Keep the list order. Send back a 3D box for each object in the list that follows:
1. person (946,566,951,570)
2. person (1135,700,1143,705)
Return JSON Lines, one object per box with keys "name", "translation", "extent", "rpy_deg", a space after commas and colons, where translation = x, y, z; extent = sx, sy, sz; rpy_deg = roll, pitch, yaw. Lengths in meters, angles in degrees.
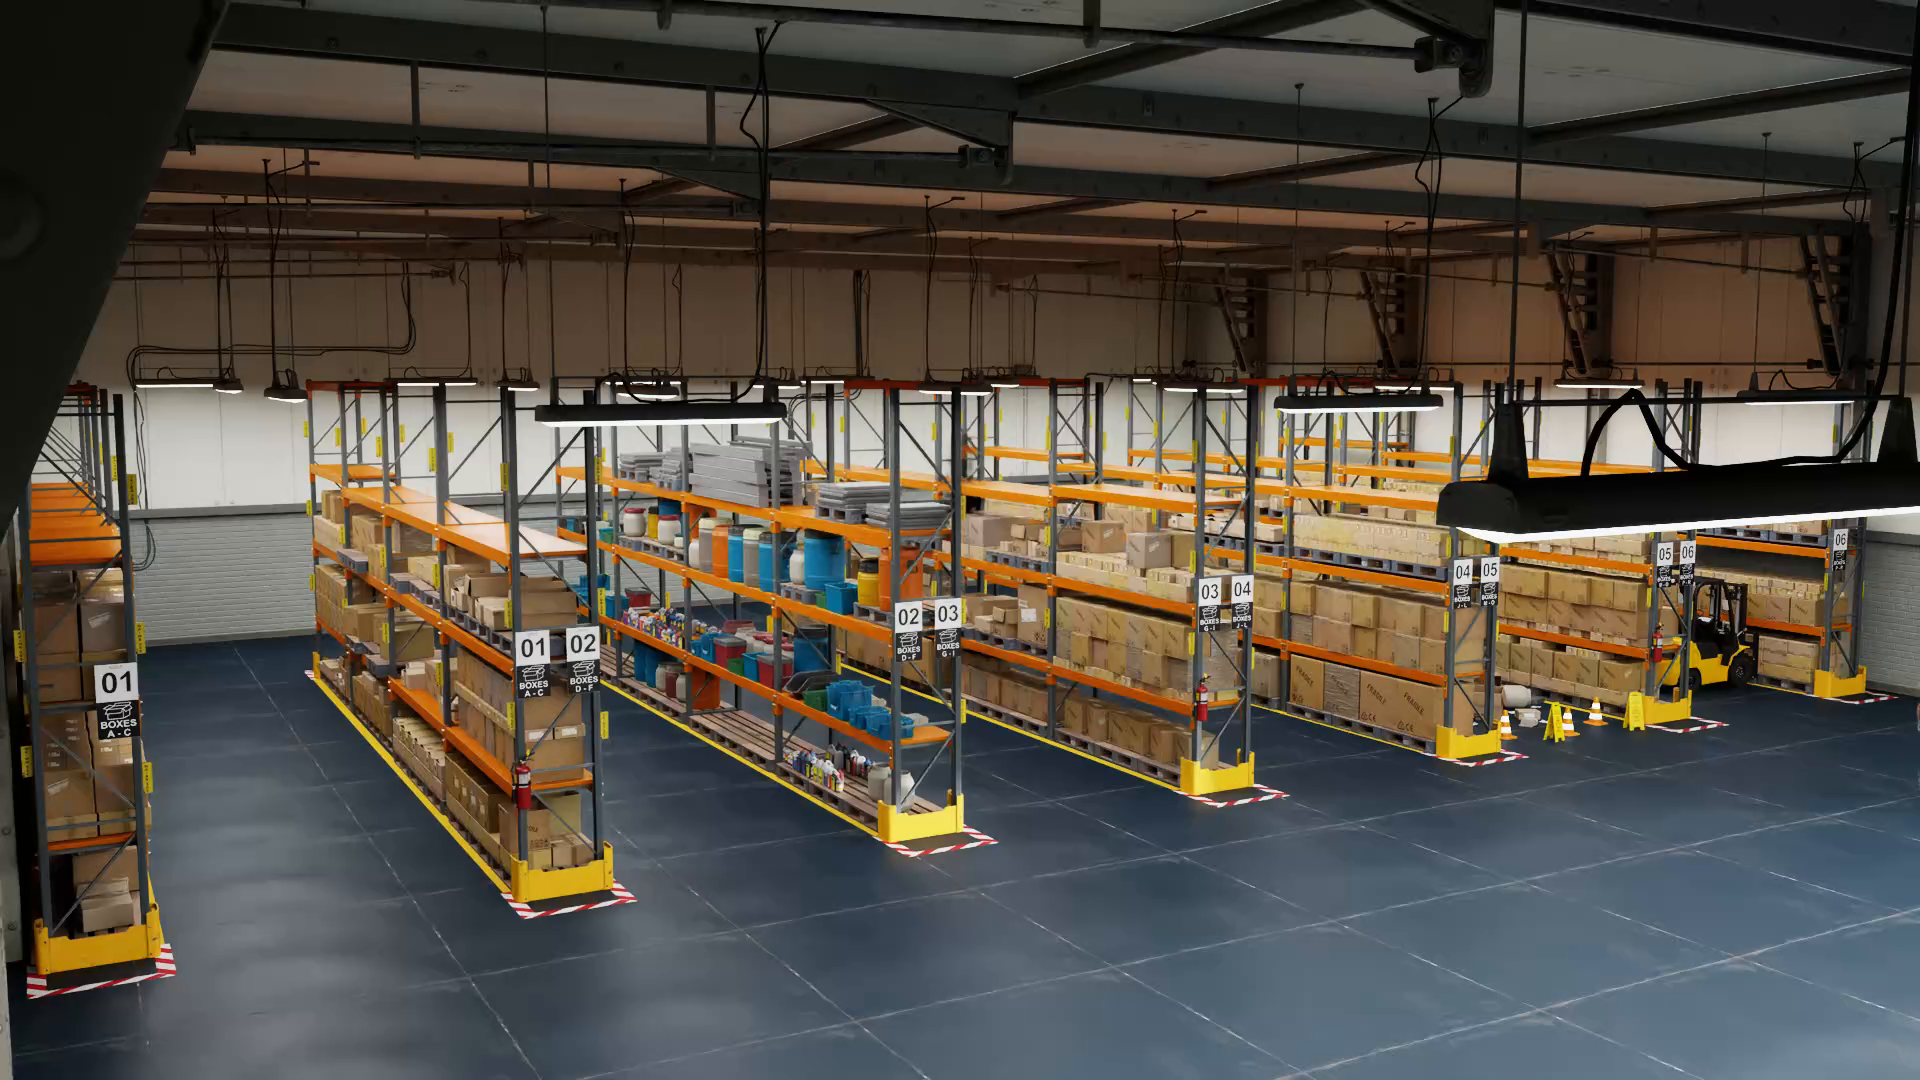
{"name": "person", "translation": [-0.195, 1.420, 38.479], "extent": [0.658, 1.662, 0.570], "rpy_deg": [-3, 7, -24]}
{"name": "person", "translation": [3.541, 2.117, 29.779], "extent": [0.669, 1.792, 0.972], "rpy_deg": [-4, 7, -35]}
